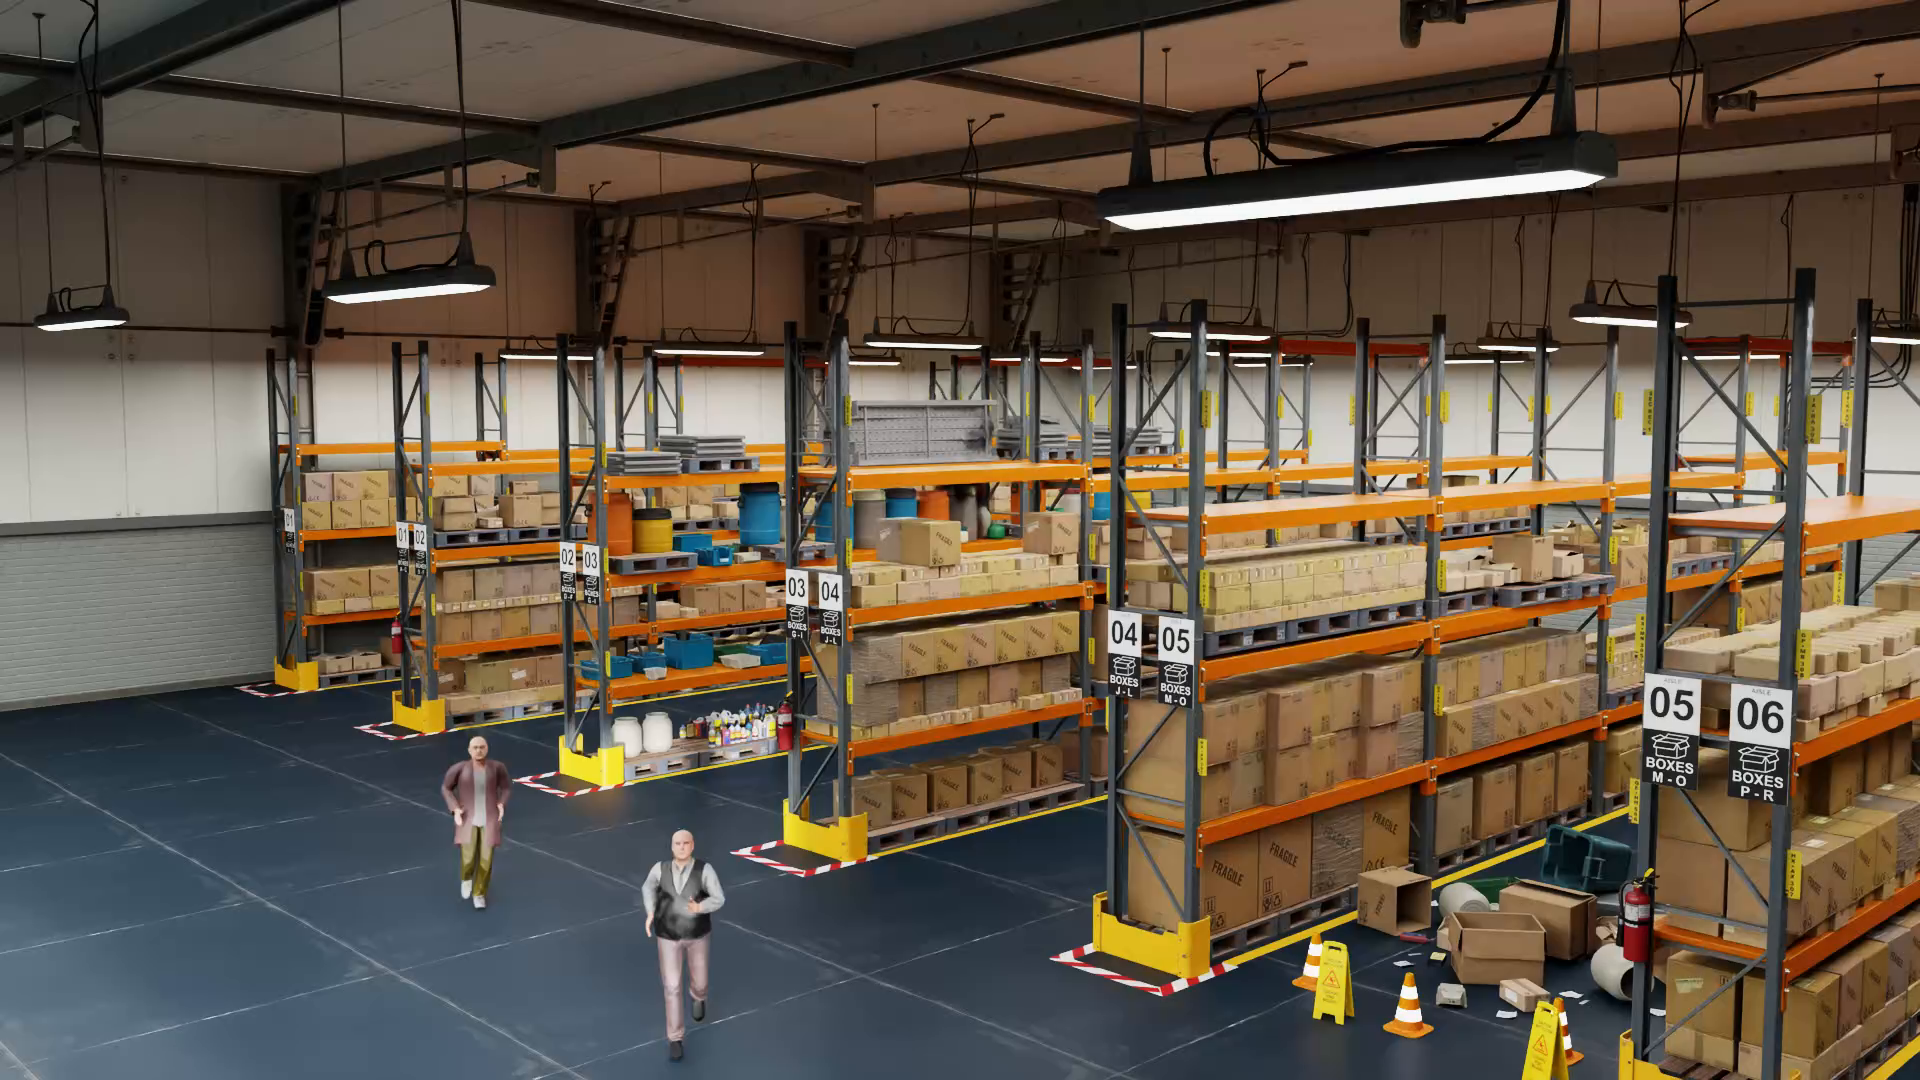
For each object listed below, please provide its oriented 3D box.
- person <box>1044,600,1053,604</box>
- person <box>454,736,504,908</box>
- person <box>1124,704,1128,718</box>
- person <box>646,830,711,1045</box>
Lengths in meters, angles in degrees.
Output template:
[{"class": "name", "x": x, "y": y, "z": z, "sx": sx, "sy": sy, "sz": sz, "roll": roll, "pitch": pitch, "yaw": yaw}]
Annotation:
[{"class": "person", "x": 1.809, "y": 1.542, "z": 32.709, "sx": 0.682, "sy": 1.575, "sz": 0.918, "roll": 4, "pitch": 6, "yaw": 39}, {"class": "person", "x": -4.859, "y": 2.845, "z": 16.787, "sx": 0.649, "sy": 1.732, "sz": 0.627, "roll": -2, "pitch": 5, "yaw": -22}, {"class": "person", "x": 2.462, "y": 1.873, "z": 25.005, "sx": 0.579, "sy": 1.734, "sz": 0.698, "roll": -4, "pitch": 7, "yaw": -42}, {"class": "person", "x": -2.250, "y": 3.118, "z": 13.263, "sx": 0.513, "sy": 1.643, "sz": 0.808, "roll": -1, "pitch": 5, "yaw": -7}]
